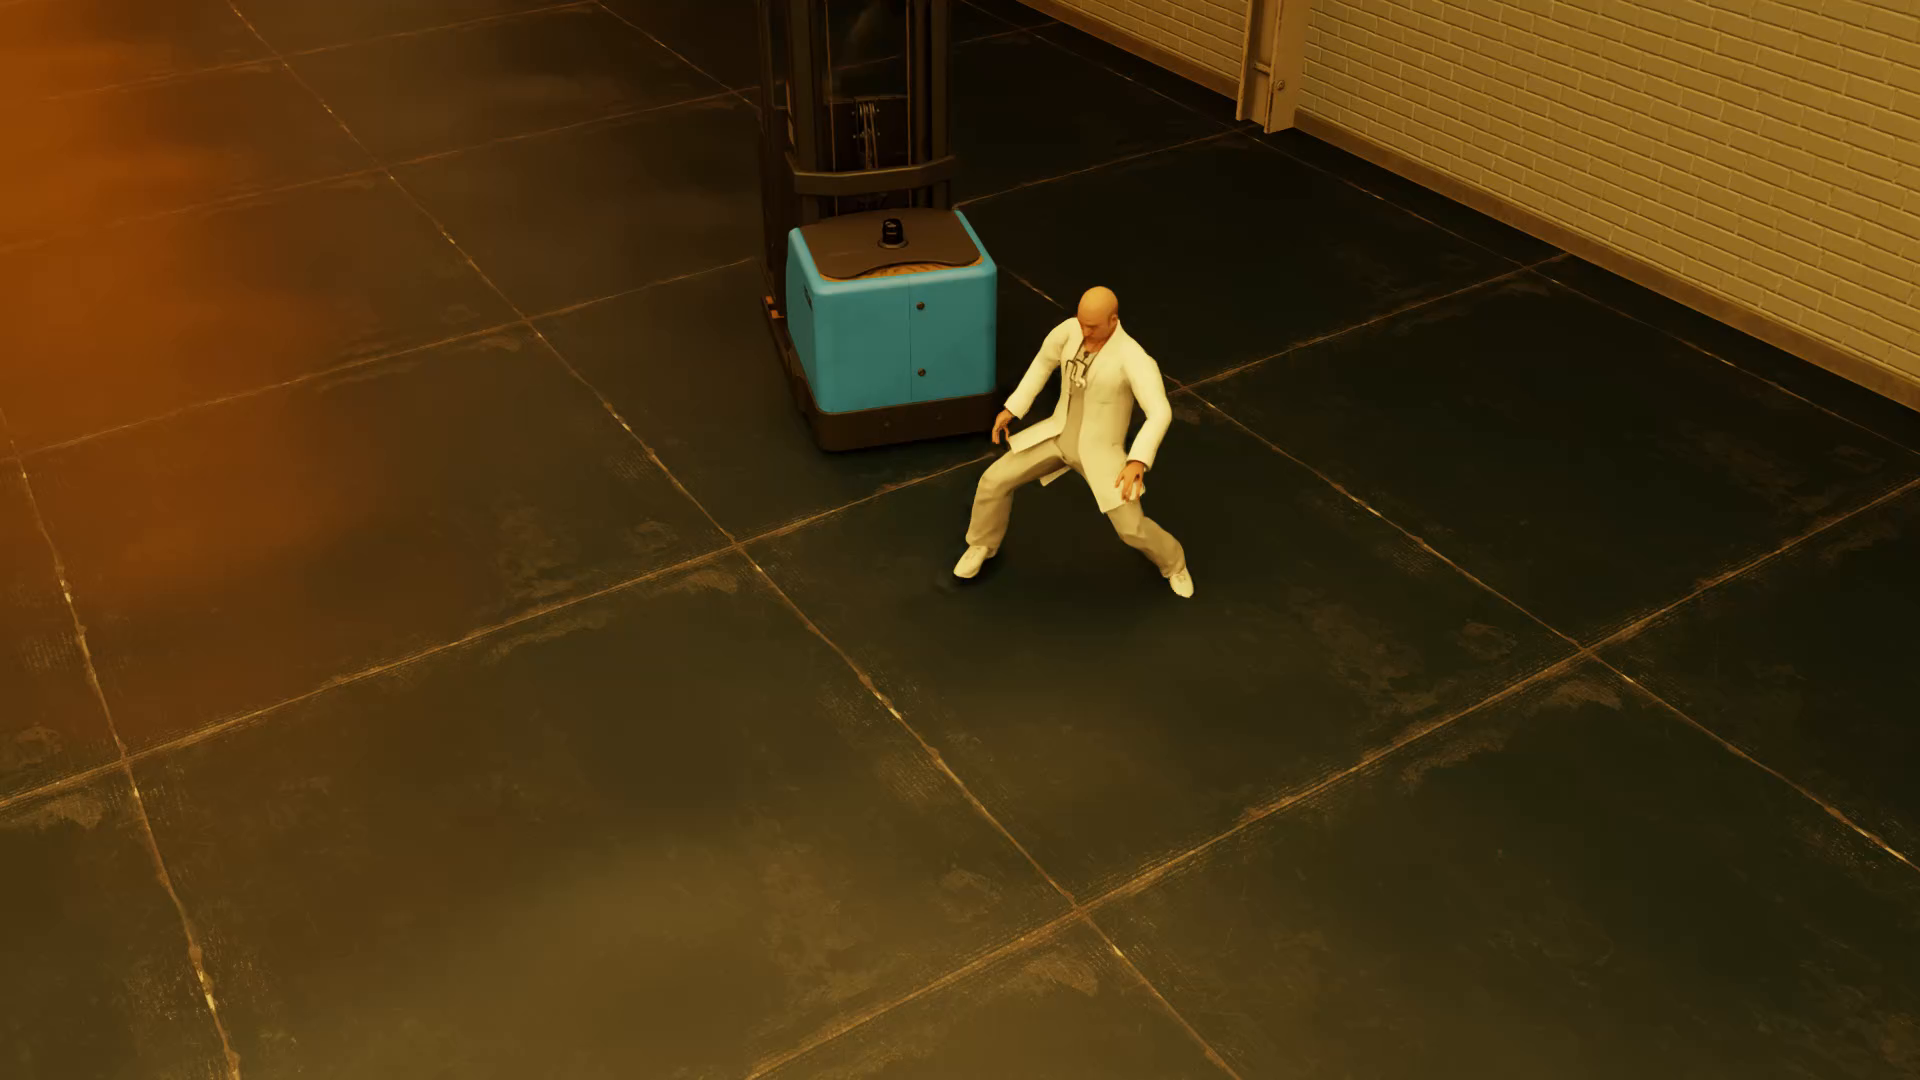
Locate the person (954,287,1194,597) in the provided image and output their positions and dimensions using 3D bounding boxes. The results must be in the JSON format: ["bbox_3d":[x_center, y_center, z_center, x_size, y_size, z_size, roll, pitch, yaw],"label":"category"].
[{"bbox_3d":[0.592,-0.435,7.979,0.967,1.634,1.032,-30,45,-35],"label":"person"}]

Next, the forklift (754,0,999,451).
[{"bbox_3d":[-0.652,-2.540,9.762,1.130,2.935,3.031,-9,36,-12],"label":"forklift"}]
